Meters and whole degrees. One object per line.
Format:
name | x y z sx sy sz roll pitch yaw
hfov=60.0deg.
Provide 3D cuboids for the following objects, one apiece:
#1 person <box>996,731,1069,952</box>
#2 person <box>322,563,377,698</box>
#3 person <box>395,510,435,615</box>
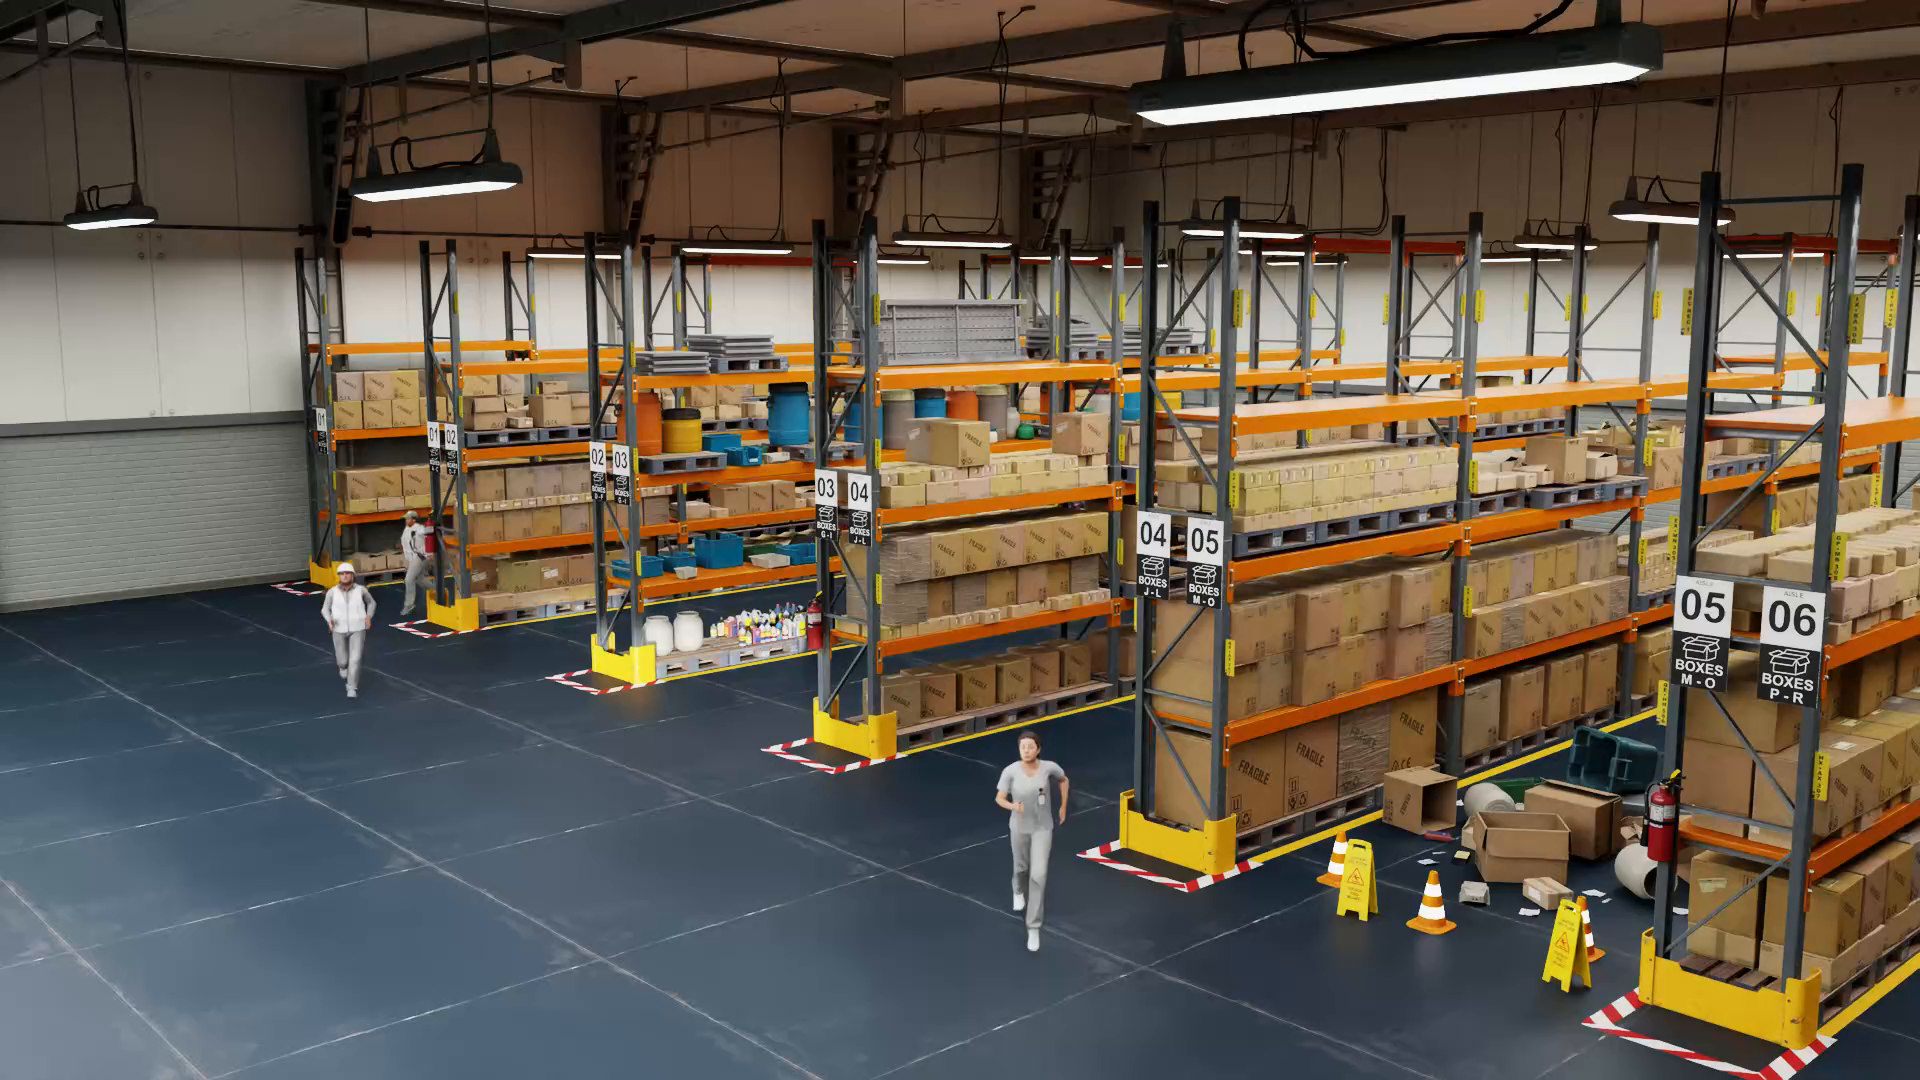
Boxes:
person | 0.588 2.369 13.553 0.576 1.702 0.940 1 8 7
person | -7.931 1.163 21.628 0.676 1.740 0.814 -3 9 -18
person | -8.921 0.346 27.399 0.626 1.695 0.883 8 12 44
